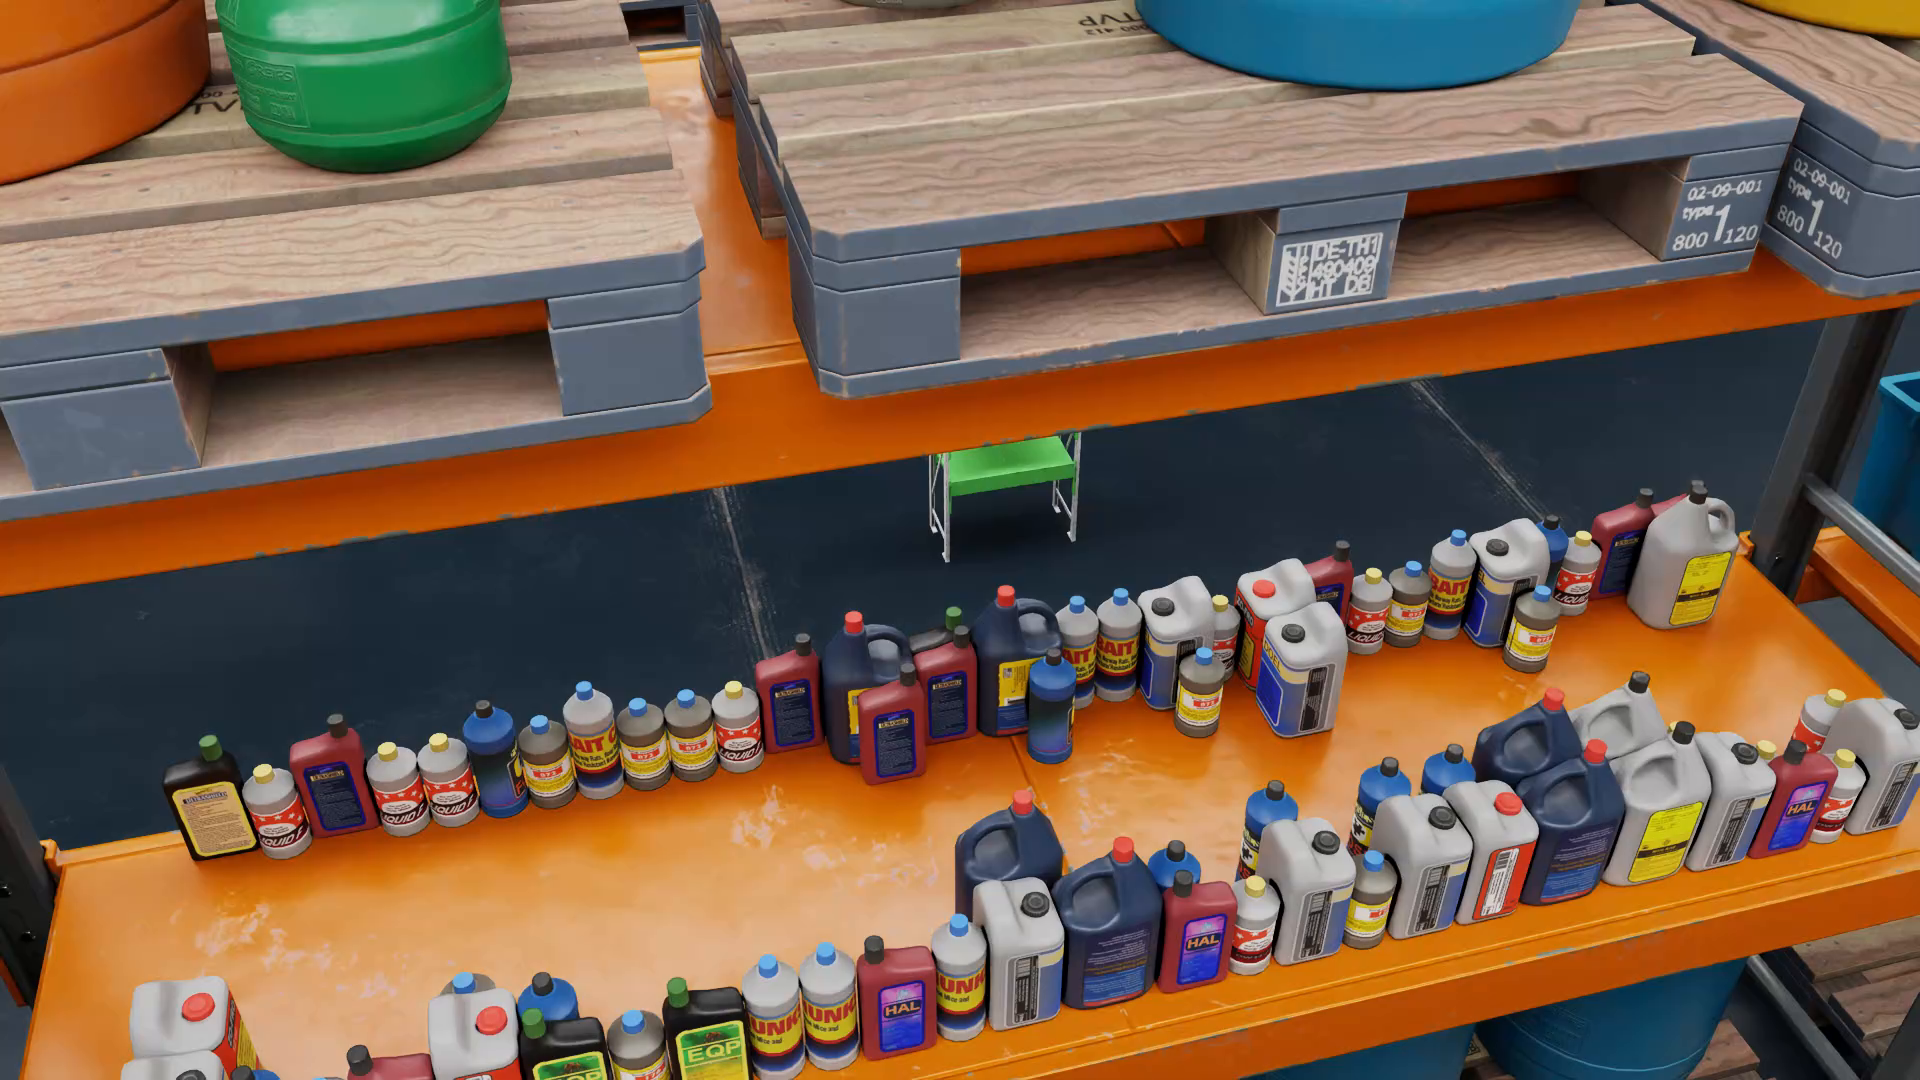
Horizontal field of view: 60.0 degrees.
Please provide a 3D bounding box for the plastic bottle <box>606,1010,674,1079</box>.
[{"bbox_3d":[-0.541,0.869,2.808,0.097,0.201,0.097,0,37,0],"label":"plastic bottle"}]

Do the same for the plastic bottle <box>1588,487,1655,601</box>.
[{"bbox_3d":[1.530,0.008,3.867,0.133,0.283,0.061,-9,38,-12],"label":"plastic bottle"}]

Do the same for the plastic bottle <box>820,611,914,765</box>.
[{"bbox_3d":[-0.191,0.290,3.443,0.185,0.351,0.144,-9,38,-12],"label":"plastic bottle"}]

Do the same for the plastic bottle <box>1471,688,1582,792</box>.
[{"bbox_3d":[1.106,0.434,3.254,0.185,0.351,0.144,-9,38,-12],"label":"plastic bottle"}]

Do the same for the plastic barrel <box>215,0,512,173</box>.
[{"bbox_3d":[-0.655,-0.563,1.831,0.294,0.245,0.294,0,37,0],"label":"plastic barrel"}]

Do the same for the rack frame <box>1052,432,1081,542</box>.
[{"bbox_3d":[0.395,-0.541,5.970,0.015,1.200,0.240,-9,38,-12],"label":"rack frame"}]

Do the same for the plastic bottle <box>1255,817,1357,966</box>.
[{"bbox_3d":[0.634,0.630,3.060,0.135,0.276,0.152,-9,38,-12],"label":"plastic bottle"}]

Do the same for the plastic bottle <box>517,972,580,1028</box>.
[{"bbox_3d":[-0.686,0.827,2.806,0.097,0.271,0.097,0,37,0],"label":"plastic bottle"}]

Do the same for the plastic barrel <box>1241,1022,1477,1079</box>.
[{"bbox_3d":[0.911,0.988,3.872,0.708,0.901,0.600,-9,38,-12],"label":"plastic barrel"}]

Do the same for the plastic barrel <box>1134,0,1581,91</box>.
[{"bbox_3d":[0.516,-1.065,1.946,0.708,0.901,0.600,-9,38,-12],"label":"plastic barrel"}]

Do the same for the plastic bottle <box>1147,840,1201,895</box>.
[{"bbox_3d":[0.385,0.651,3.036,0.097,0.271,0.097,0,37,0],"label":"plastic bottle"}]

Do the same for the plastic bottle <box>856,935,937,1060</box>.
[{"bbox_3d":[-0.108,0.777,2.861,0.133,0.283,0.061,-9,38,-12],"label":"plastic bottle"}]

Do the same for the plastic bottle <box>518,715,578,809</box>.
[{"bbox_3d":[-0.838,0.440,3.369,0.097,0.201,0.097,0,37,0],"label":"plastic bottle"}]

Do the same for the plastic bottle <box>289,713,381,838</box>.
[{"bbox_3d":[-1.236,0.462,3.274,0.133,0.283,0.061,-9,38,-12],"label":"plastic bottle"}]

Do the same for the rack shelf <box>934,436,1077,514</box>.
[{"bbox_3d":[0.160,-0.261,6.104,0.480,0.148,0.258,-9,38,-12],"label":"rack shelf"}]

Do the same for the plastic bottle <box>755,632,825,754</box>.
[{"bbox_3d":[-0.355,0.317,3.463,0.133,0.283,0.061,-9,38,-12],"label":"plastic bottle"}]

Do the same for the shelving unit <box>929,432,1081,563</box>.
[{"bbox_3d":[0.160,-0.503,5.920,0.503,1.200,0.258,-9,38,-12],"label":"shelving unit"}]

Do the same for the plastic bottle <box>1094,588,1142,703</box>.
[{"bbox_3d":[0.341,0.219,3.600,0.097,0.271,0.097,0,37,0],"label":"plastic bottle"}]

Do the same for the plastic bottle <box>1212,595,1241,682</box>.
[{"bbox_3d":[0.565,0.210,3.670,0.097,0.201,0.097,0,37,0],"label":"plastic bottle"}]

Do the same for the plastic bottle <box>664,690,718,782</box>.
[{"bbox_3d":[-0.556,0.394,3.429,0.097,0.201,0.097,0,37,0],"label":"plastic bottle"}]

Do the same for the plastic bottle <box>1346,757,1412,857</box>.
[{"bbox_3d":[0.808,0.525,3.201,0.097,0.271,0.097,0,37,0],"label":"plastic bottle"}]

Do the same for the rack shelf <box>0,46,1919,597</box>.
[{"bbox_3d":[0.193,-0.456,2.501,4.000,0.370,1.077,-9,38,-12],"label":"rack shelf"}]

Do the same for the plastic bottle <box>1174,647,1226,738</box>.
[{"bbox_3d":[0.510,0.315,3.533,0.097,0.201,0.097,0,37,0],"label":"plastic bottle"}]

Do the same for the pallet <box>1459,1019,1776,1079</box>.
[{"bbox_3d":[1.368,1.338,4.327,1.213,0.211,1.003,-9,38,-12],"label":"pallet"}]

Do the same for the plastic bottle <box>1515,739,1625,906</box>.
[{"bbox_3d":[1.143,0.519,3.143,0.185,0.351,0.144,-9,38,-12],"label":"plastic bottle"}]

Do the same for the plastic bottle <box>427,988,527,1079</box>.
[{"bbox_3d":[-0.789,0.863,2.755,0.135,0.276,0.152,-9,38,-12],"label":"plastic bottle"}]

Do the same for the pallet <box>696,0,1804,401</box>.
[{"bbox_3d":[0.298,-0.621,2.280,1.213,0.211,1.003,-9,38,-12],"label":"pallet"}]

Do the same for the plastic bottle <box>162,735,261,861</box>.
[{"bbox_3d":[-1.458,0.498,3.226,0.133,0.283,0.061,-9,38,-12],"label":"plastic bottle"}]

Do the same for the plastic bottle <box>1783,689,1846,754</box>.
[{"bbox_3d":[1.777,0.393,3.431,0.097,0.201,0.097,0,37,0],"label":"plastic bottle"}]

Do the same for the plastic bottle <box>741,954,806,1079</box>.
[{"bbox_3d":[-0.318,0.805,2.835,0.097,0.271,0.097,0,37,0],"label":"plastic bottle"}]

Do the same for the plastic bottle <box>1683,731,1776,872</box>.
[{"bbox_3d":[1.475,0.492,3.240,0.135,0.276,0.152,-9,38,-12],"label":"plastic bottle"}]

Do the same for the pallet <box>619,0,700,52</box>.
[{"bbox_3d":[-1.149,-2.374,7.043,1.213,0.211,1.003,-9,38,-12],"label":"pallet"}]

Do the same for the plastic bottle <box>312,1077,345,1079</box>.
[{"bbox_3d":[-1.023,0.948,2.705,0.097,0.201,0.097,0,37,0],"label":"plastic bottle"}]

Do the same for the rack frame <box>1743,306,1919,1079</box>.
[{"bbox_3d":[2.124,0.133,3.608,0.127,3.000,1.000,-9,38,-12],"label":"rack frame"}]

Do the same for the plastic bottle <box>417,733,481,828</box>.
[{"bbox_3d":[-1.026,0.471,3.329,0.097,0.201,0.097,0,37,0],"label":"plastic bottle"}]

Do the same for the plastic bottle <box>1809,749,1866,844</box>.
[{"bbox_3d":[1.723,0.498,3.294,0.097,0.201,0.097,0,37,0],"label":"plastic bottle"}]

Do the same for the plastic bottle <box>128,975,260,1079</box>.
[{"bbox_3d":[-1.275,0.847,2.776,0.135,0.276,0.152,-9,38,-12],"label":"plastic bottle"}]

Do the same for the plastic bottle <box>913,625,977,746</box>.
[{"bbox_3d":[-0.032,0.302,3.482,0.133,0.283,0.061,-9,38,-12],"label":"plastic bottle"}]

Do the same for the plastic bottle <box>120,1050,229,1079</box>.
[{"bbox_3d":[-1.236,0.937,2.659,0.135,0.276,0.152,-9,38,-12],"label":"plastic bottle"}]

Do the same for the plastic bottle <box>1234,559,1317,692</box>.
[{"bbox_3d":[0.684,0.178,3.650,0.135,0.276,0.152,-9,38,-12],"label":"plastic bottle"}]

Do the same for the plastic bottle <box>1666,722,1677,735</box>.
[{"bbox_3d":[1.425,0.451,3.355,0.097,0.201,0.097,0,37,0],"label":"plastic bottle"}]

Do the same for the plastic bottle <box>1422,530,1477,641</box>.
[{"bbox_3d":[1.105,0.094,3.764,0.097,0.271,0.097,0,37,0],"label":"plastic bottle"}]

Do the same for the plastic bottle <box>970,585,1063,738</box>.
[{"bbox_3d":[0.117,0.239,3.509,0.185,0.351,0.144,-9,38,-12],"label":"plastic bottle"}]

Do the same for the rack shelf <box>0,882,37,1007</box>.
[{"bbox_3d":[-3.669,1.369,2.584,4.000,0.370,1.077,-9,38,-12],"label":"rack shelf"}]

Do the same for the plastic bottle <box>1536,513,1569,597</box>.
[{"bbox_3d":[1.329,0.057,3.813,0.097,0.271,0.097,0,37,0],"label":"plastic bottle"}]

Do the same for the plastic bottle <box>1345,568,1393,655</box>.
[{"bbox_3d":[0.917,0.152,3.745,0.097,0.201,0.097,0,37,0],"label":"plastic bottle"}]

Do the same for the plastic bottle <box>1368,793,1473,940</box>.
[{"bbox_3d":[0.858,0.593,3.108,0.135,0.276,0.152,-9,38,-12],"label":"plastic bottle"}]

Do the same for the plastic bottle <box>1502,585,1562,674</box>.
[{"bbox_3d":[1.275,0.189,3.697,0.097,0.201,0.097,0,37,0],"label":"plastic bottle"}]

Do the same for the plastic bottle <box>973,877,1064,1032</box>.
[{"bbox_3d":[0.103,0.717,2.946,0.135,0.276,0.152,-9,38,-12],"label":"plastic bottle"}]

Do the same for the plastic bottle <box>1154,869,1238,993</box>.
[{"bbox_3d":[0.423,0.690,2.975,0.133,0.283,0.061,-9,38,-12],"label":"plastic bottle"}]
